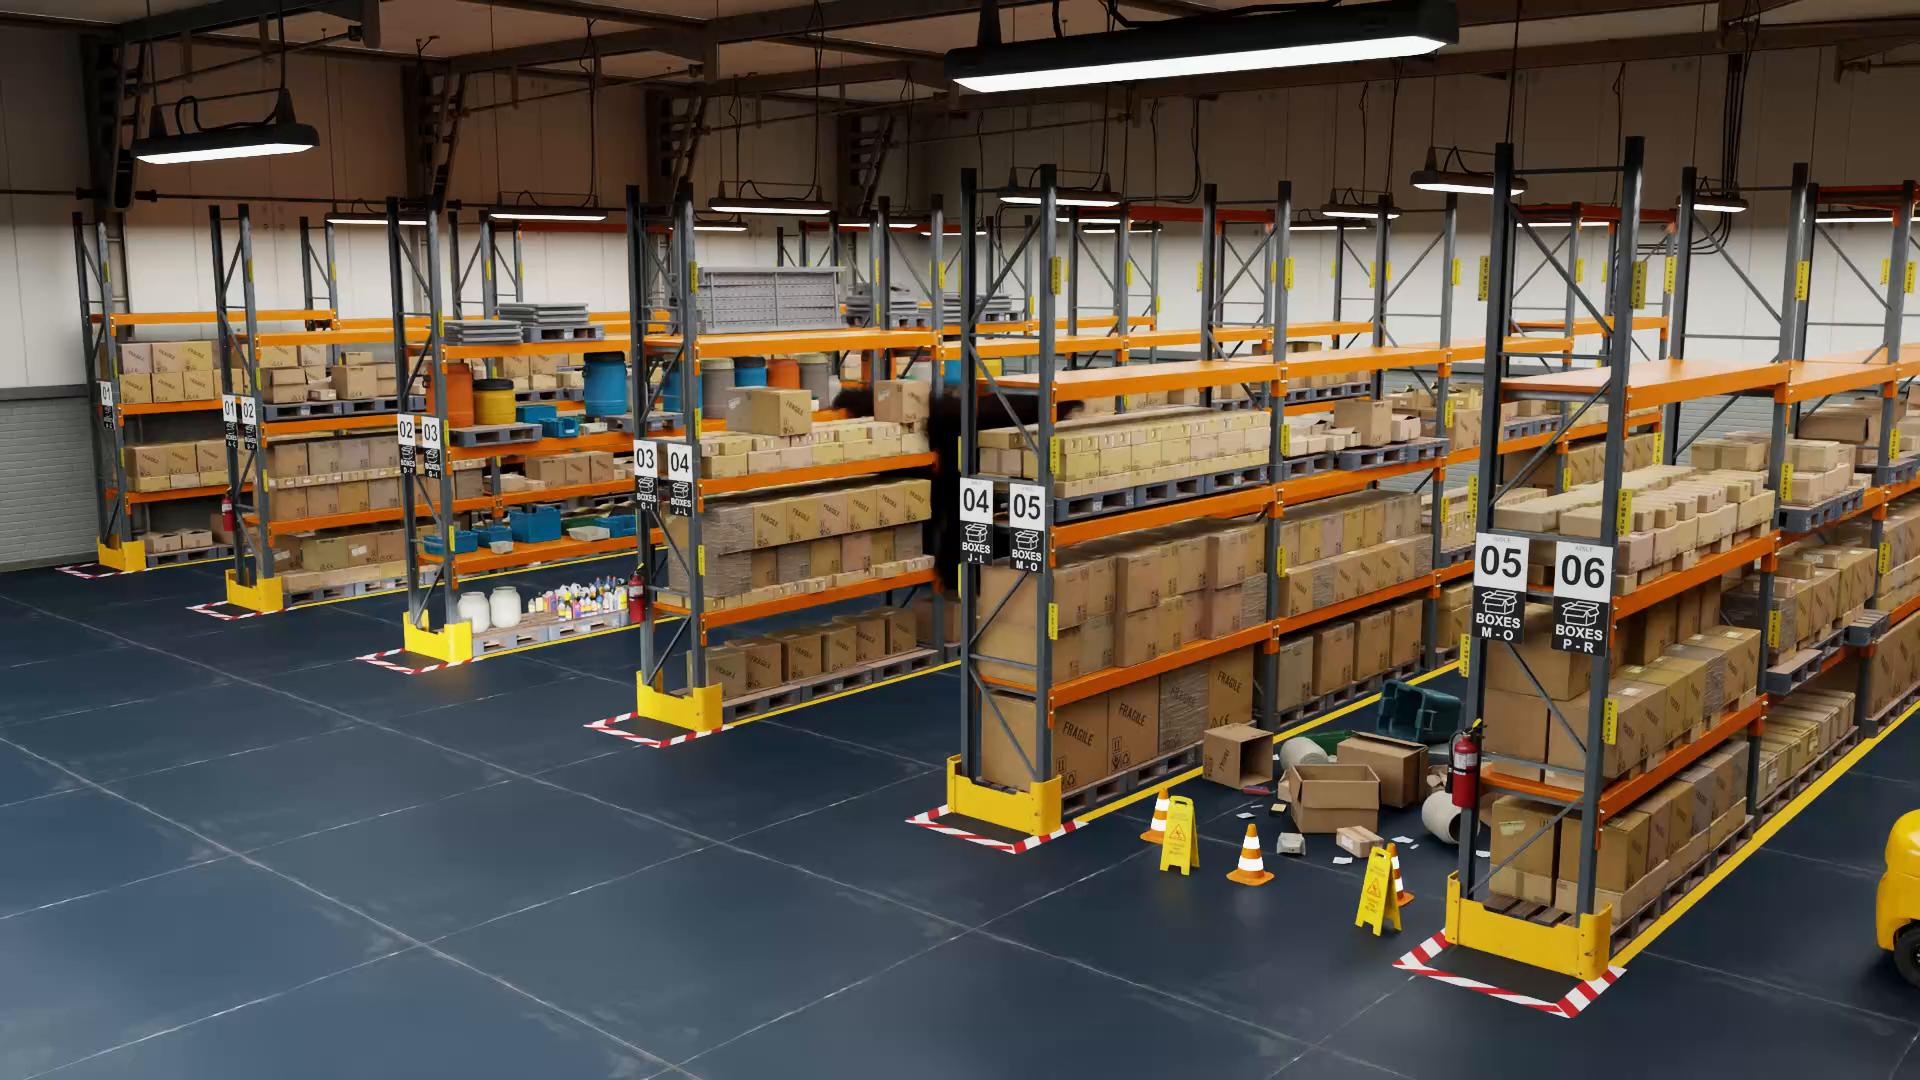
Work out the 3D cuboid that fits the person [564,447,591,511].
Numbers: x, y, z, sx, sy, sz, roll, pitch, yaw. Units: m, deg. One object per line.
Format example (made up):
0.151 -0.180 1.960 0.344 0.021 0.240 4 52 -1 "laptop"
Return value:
-7.217 -0.920 31.485 0.467 1.741 0.614 6 11 32 "person"
